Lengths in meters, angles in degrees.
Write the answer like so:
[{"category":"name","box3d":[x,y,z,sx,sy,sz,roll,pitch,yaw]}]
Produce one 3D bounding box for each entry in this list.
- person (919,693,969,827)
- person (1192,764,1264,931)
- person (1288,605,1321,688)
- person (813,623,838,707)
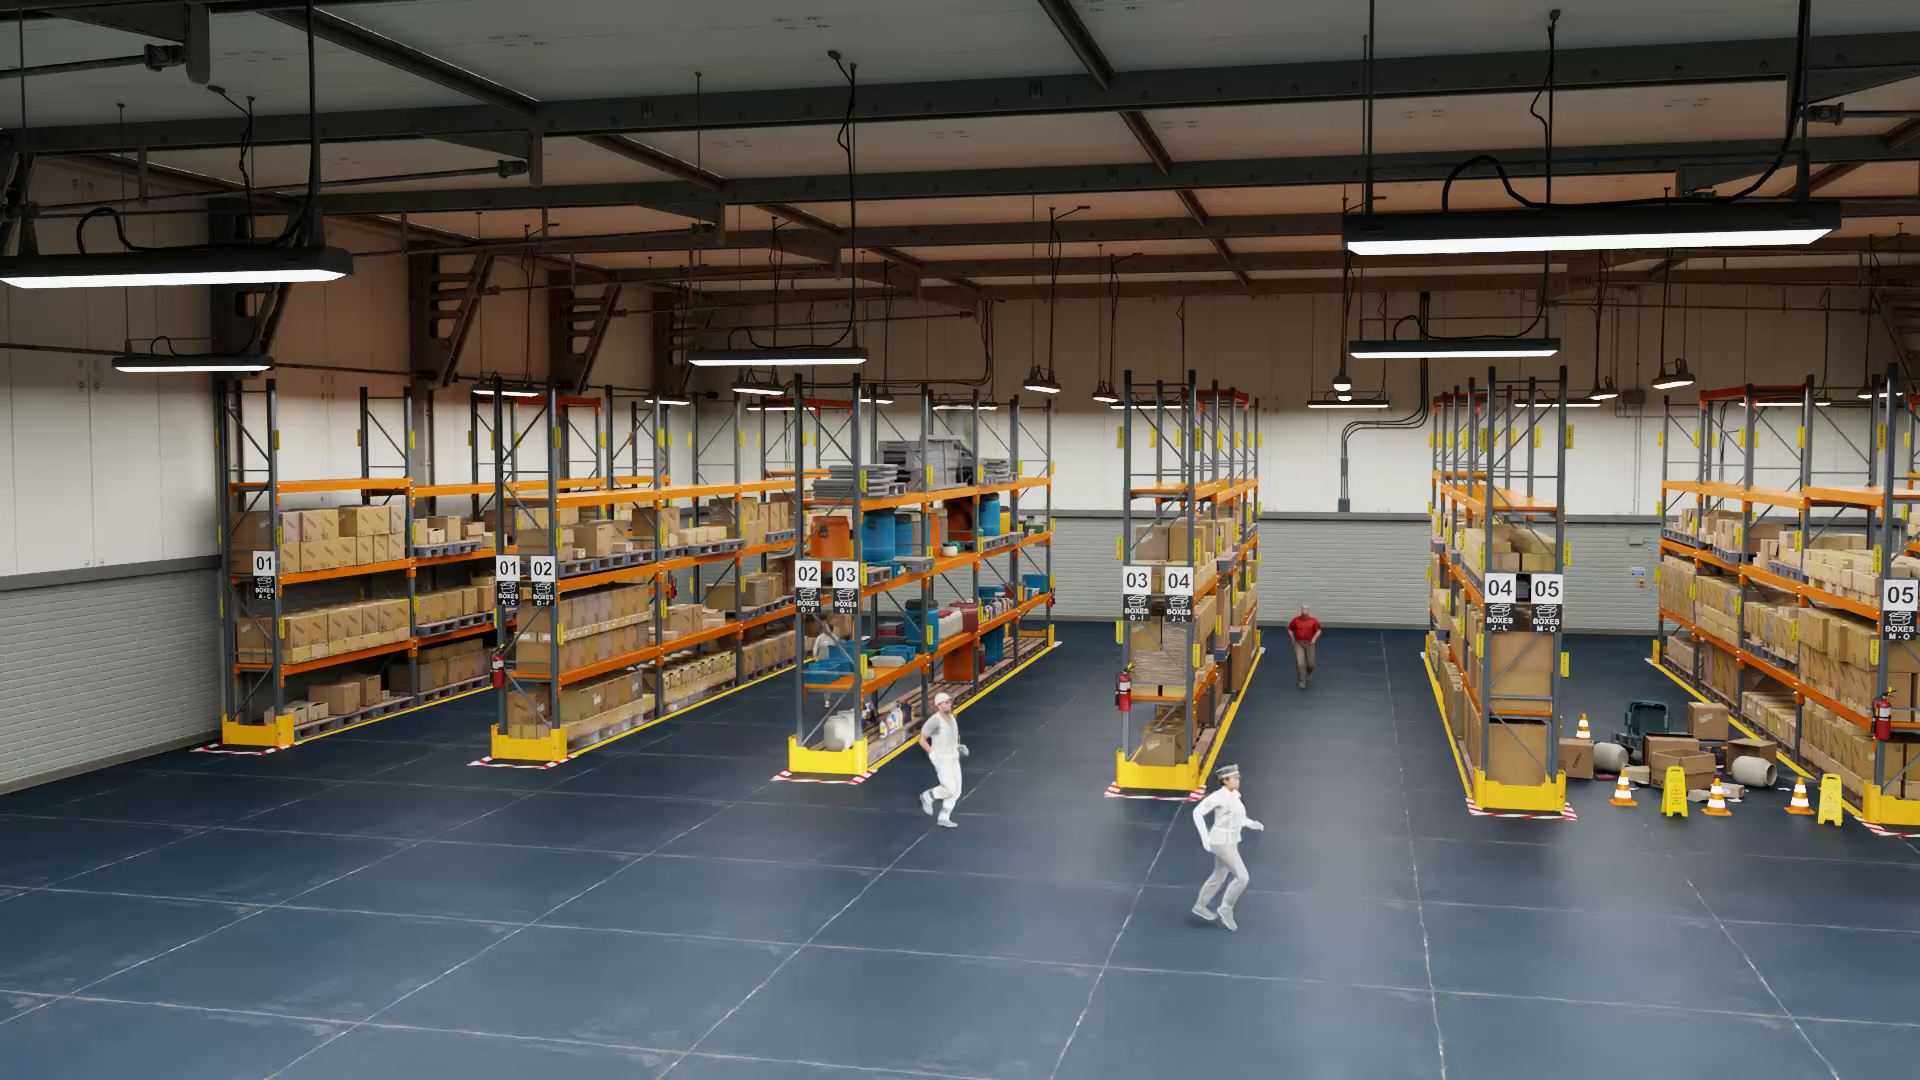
[{"category":"person","box3d":[-0.211,2.842,21.546,0.601,1.738,0.658,3,4,39]},{"category":"person","box3d":[2.734,3.139,17.049,0.783,1.714,0.572,2,4,32]},{"category":"person","box3d":[6.957,2.142,33.666,0.643,1.675,0.624,1,4,12]},{"category":"person","box3d":[-2.461,2.305,30.674,0.534,1.549,0.503,0,3,6]}]
